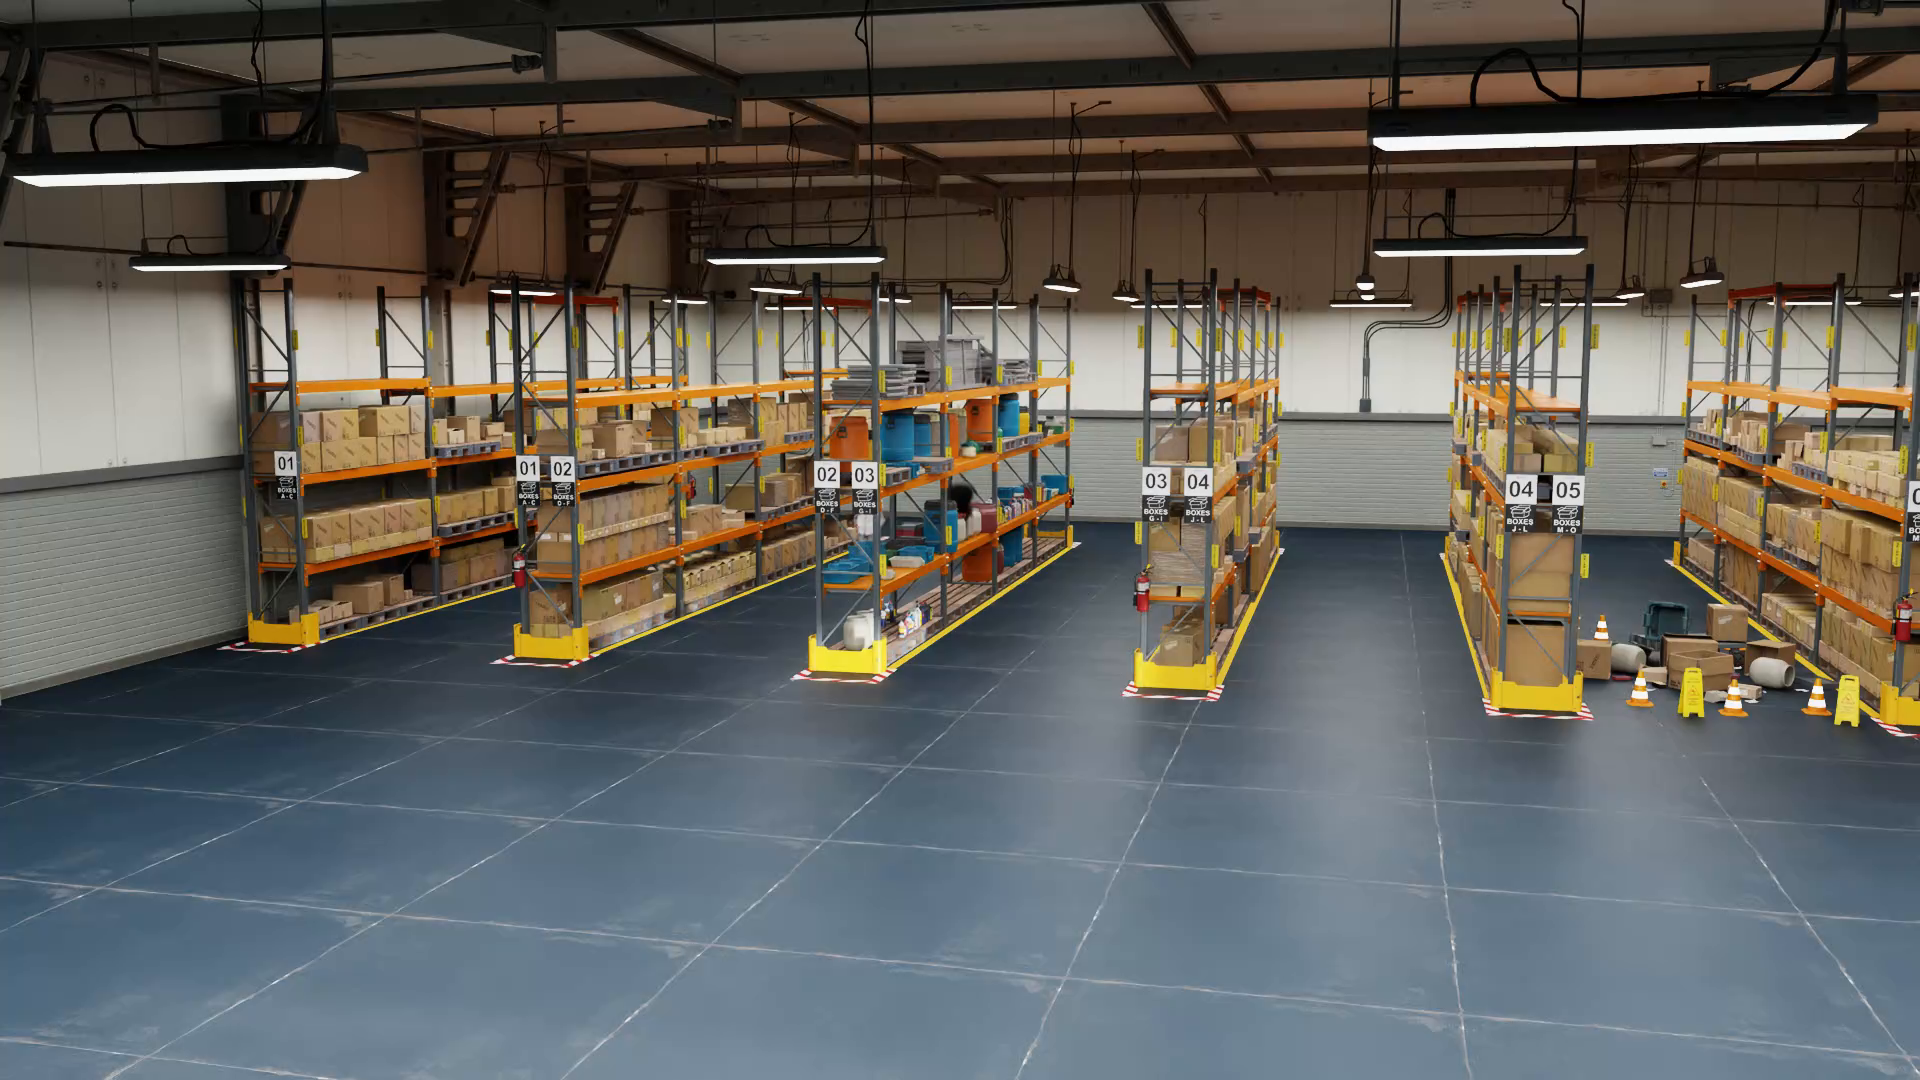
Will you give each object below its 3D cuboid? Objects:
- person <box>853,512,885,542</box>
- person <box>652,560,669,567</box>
[{"bbox_3d":[-1.859,-0.137,33.409,0.661,1.730,0.524,2,7,14],"label":"person"},{"bbox_3d":[-6.317,-0.096,34.595,0.612,1.376,0.486,2,7,19],"label":"person"}]
